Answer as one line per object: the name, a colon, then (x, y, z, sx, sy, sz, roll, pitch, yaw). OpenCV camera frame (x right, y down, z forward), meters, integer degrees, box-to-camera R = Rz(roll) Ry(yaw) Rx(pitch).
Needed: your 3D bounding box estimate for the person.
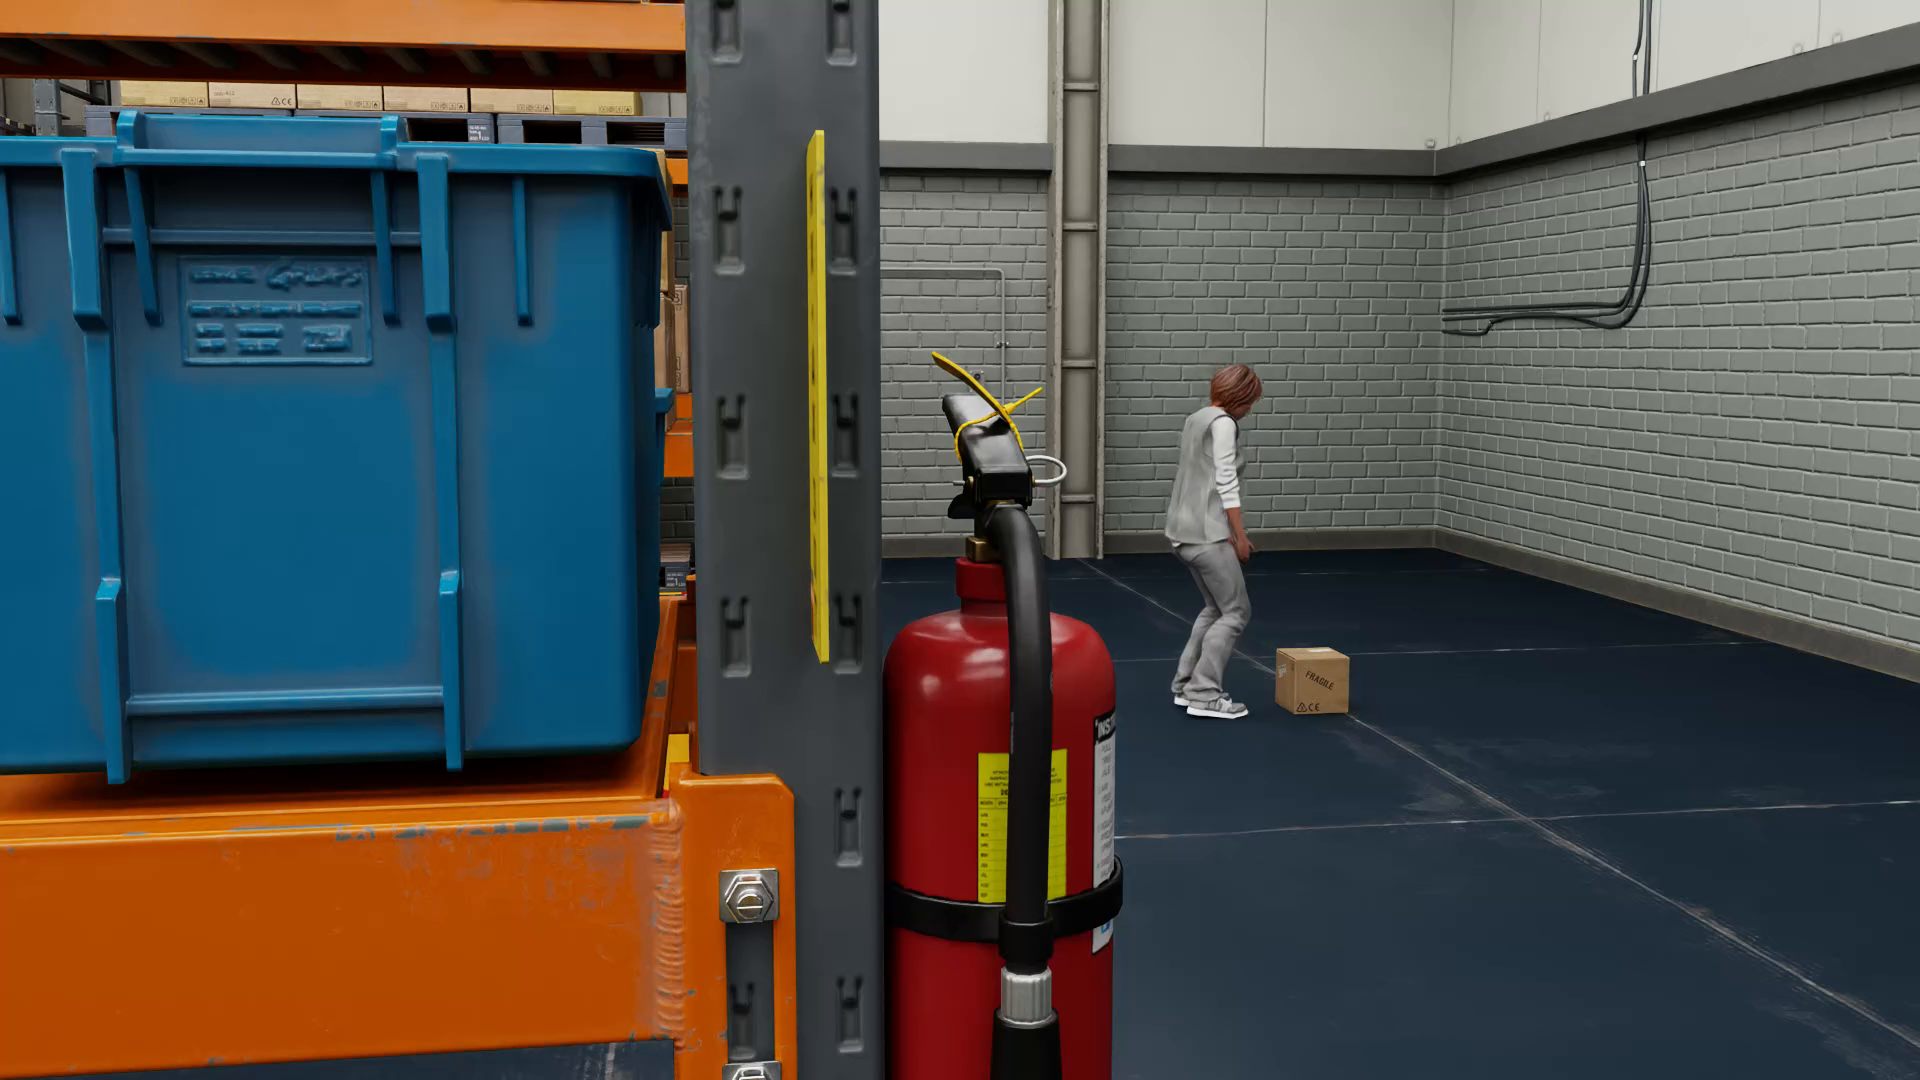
person: (1.110, 0.008, 7.317, 0.418, 1.523, 0.433, -1, 7, -7)
